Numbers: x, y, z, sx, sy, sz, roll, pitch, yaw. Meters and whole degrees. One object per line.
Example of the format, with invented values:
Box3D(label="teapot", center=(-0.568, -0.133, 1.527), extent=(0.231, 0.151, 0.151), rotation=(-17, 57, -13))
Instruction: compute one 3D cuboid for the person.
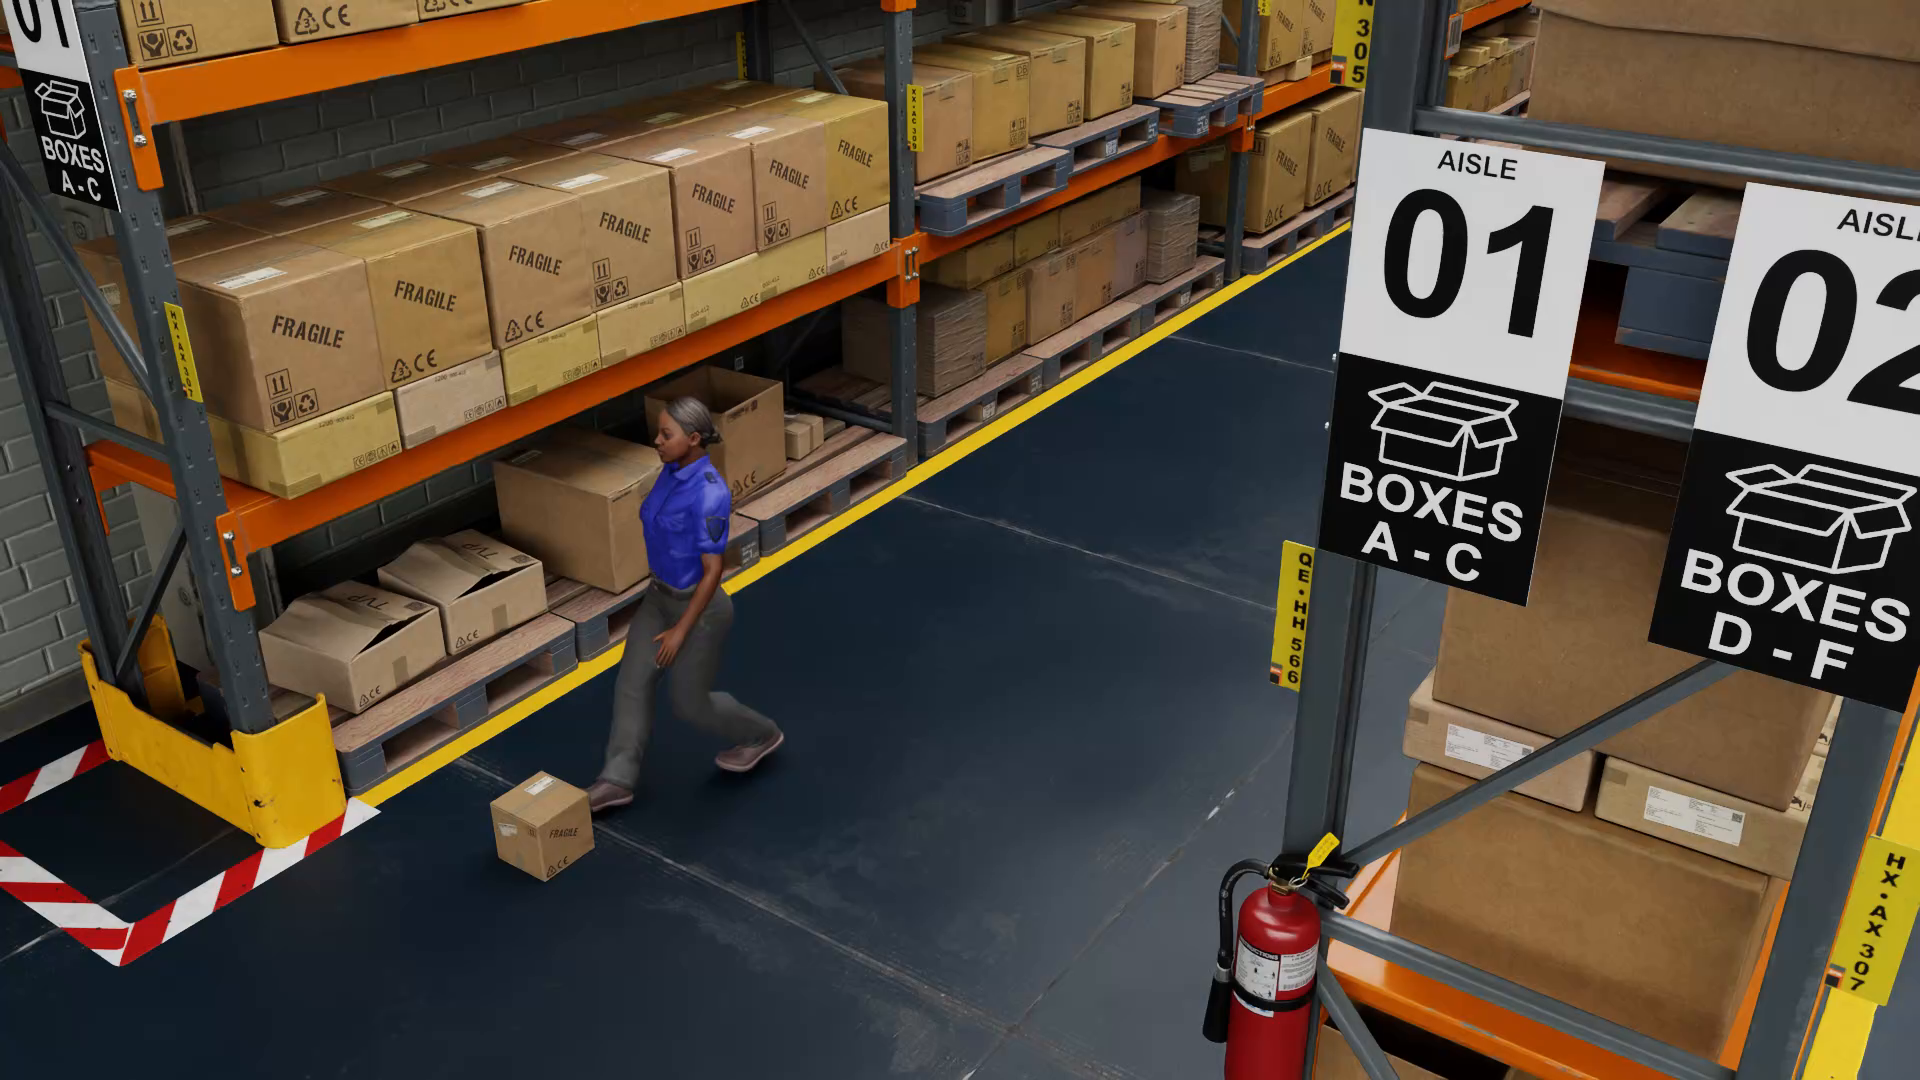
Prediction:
Box3D(label="person", center=(-1.107, 0.269, 6.134), extent=(0.901, 1.582, 0.496), rotation=(-19, 33, -32))
